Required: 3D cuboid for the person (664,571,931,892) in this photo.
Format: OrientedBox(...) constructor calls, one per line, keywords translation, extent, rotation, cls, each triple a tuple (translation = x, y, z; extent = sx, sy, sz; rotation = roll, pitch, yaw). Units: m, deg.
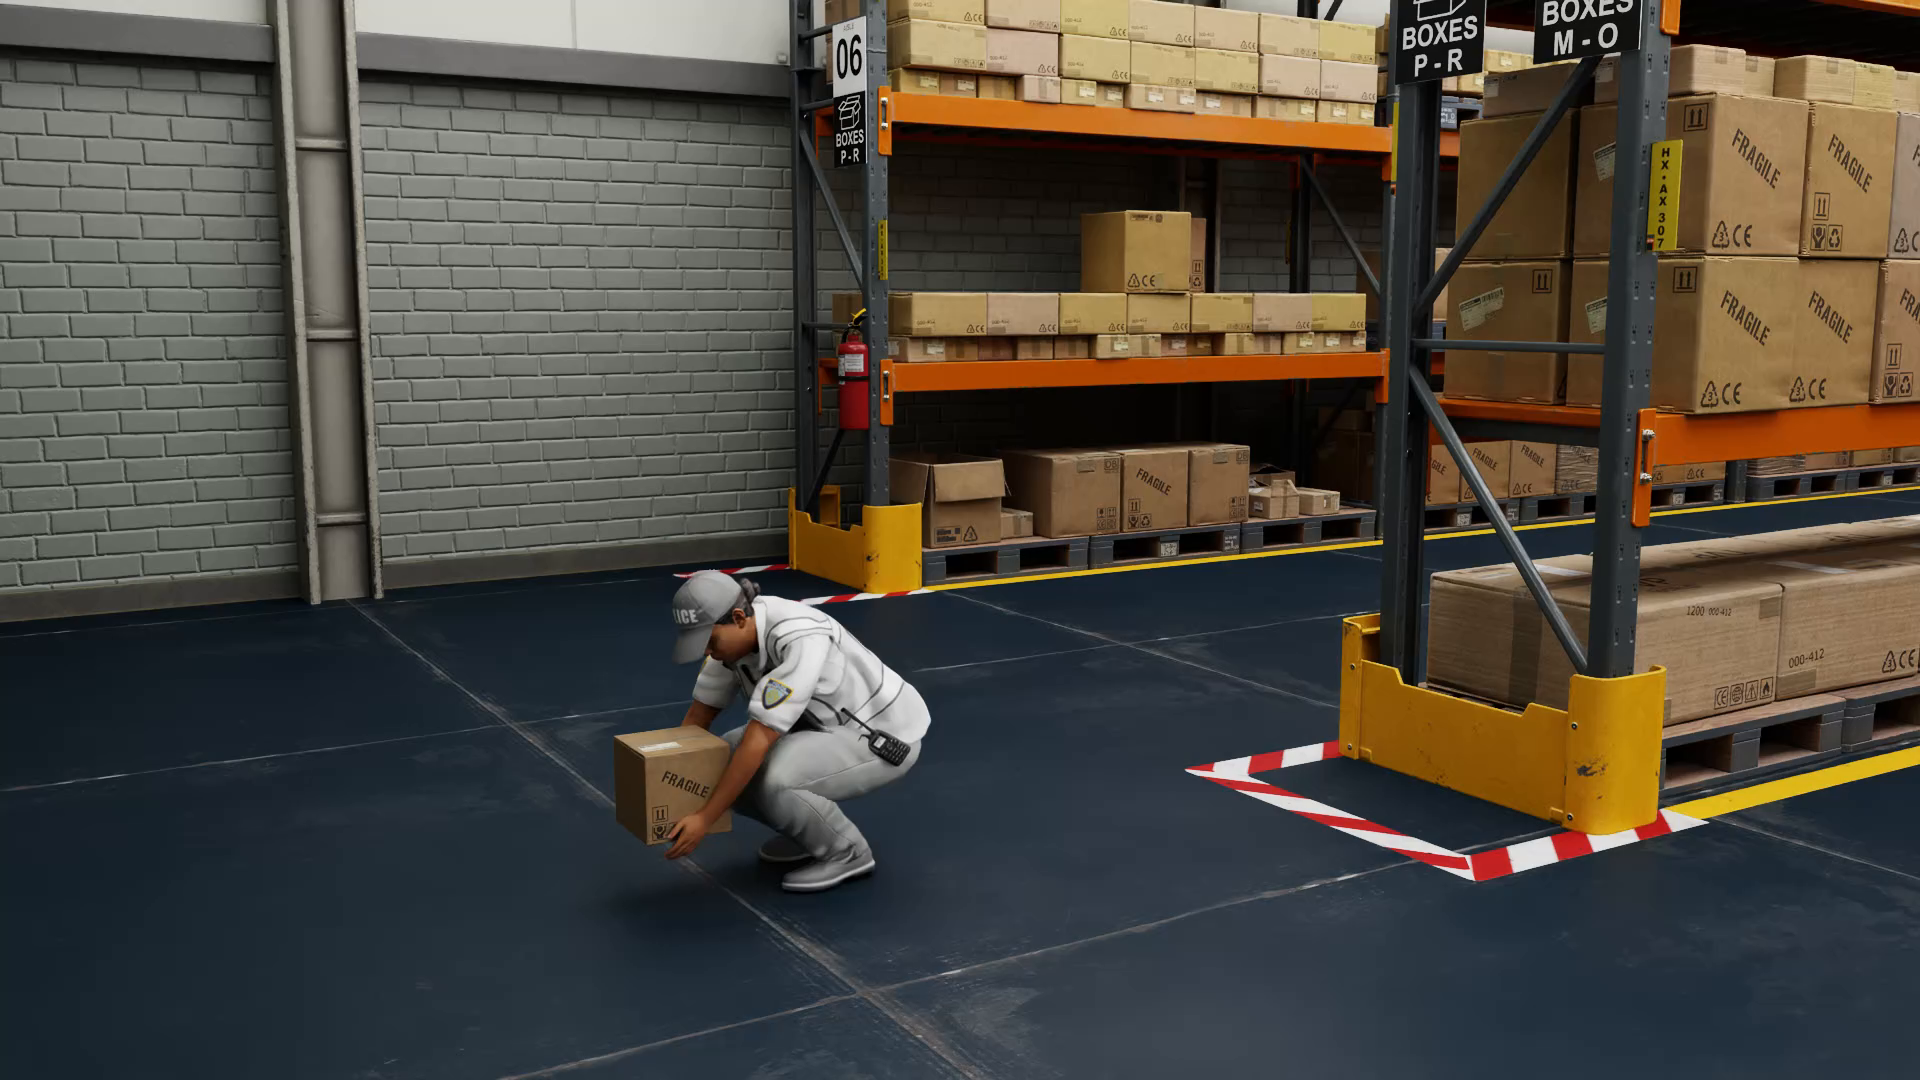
OrientedBox(translation=(-0.504, 0.524, 4.809), extent=(0.854, 0.934, 0.516), rotation=(-5, 10, -31), cls="person")
